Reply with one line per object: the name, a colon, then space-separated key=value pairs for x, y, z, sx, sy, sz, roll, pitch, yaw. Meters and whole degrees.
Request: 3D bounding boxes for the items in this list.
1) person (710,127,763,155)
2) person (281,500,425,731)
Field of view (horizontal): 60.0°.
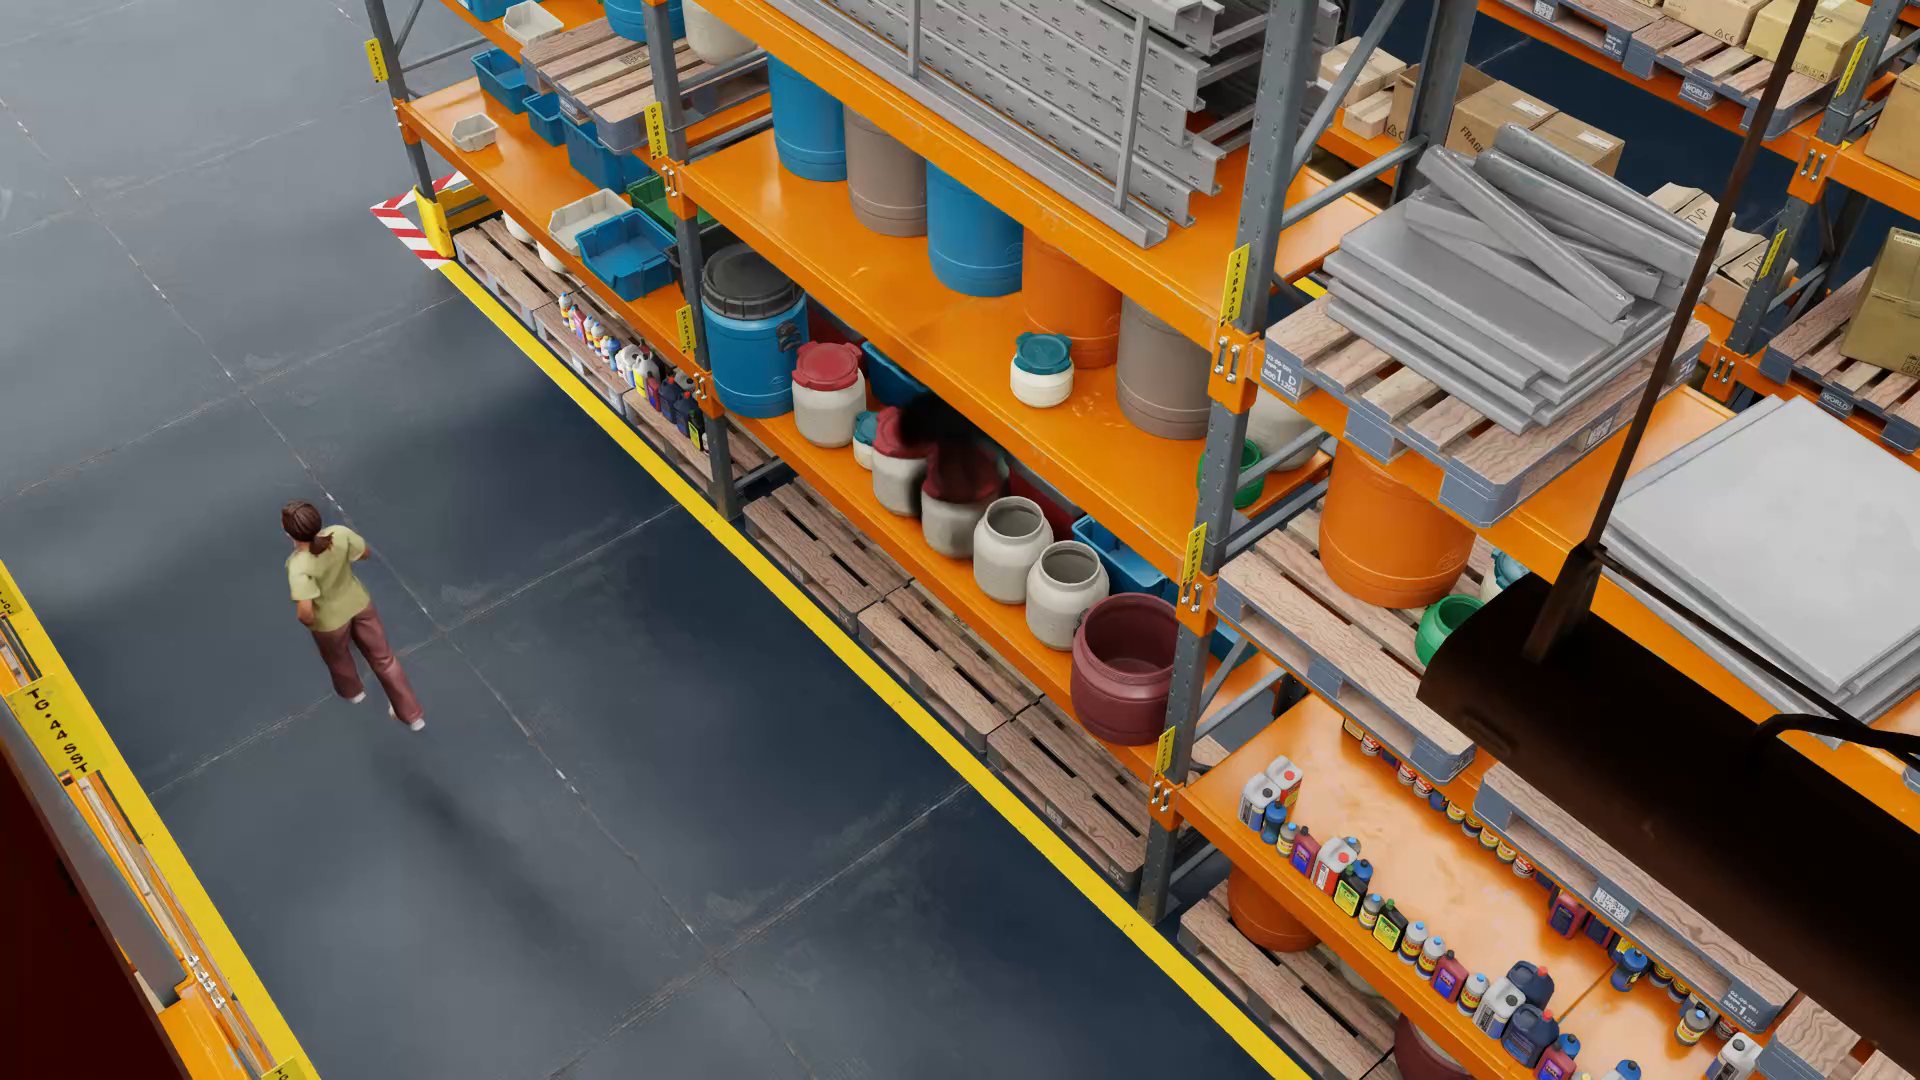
person: x=-1.682 y=-3.132 z=12.800 sx=0.845 sy=1.707 sz=0.664 roll=28 pitch=53 yaw=24
person: x=-3.355 y=0.416 z=9.009 sx=0.761 sy=1.717 sz=0.575 roll=31 pitch=54 yaw=26
